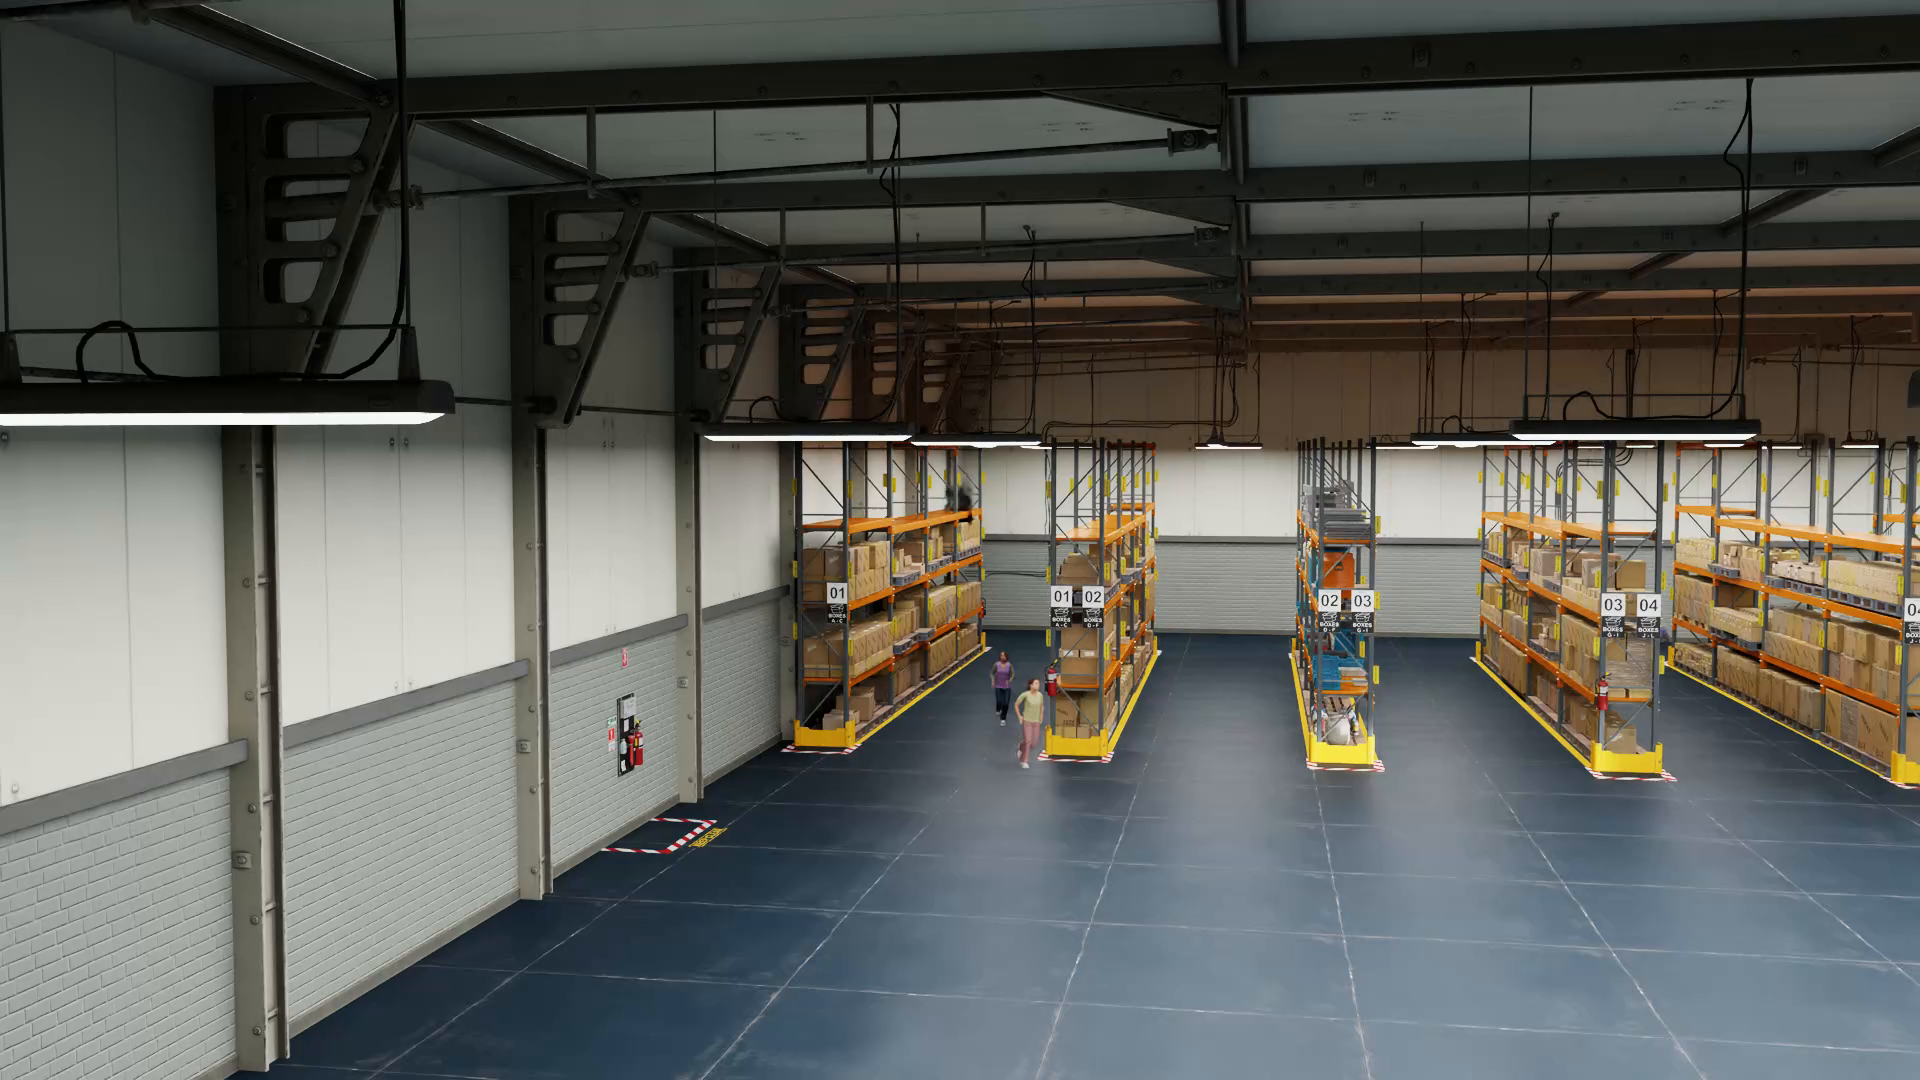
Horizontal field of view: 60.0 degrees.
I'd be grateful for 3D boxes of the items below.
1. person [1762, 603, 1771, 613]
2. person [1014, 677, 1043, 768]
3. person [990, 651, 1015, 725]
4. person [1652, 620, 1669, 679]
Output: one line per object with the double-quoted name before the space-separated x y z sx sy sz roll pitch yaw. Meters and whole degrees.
"person" 21.981 2.478 45.467 0.600 1.667 0.558 1 3 13
"person" 1.276 3.315 30.435 0.621 1.614 0.585 -1 3 -26
"person" 0.894 3.106 34.823 0.536 1.560 0.535 0 3 0
"person" 17.388 2.719 41.600 0.570 1.638 0.891 0 3 2
